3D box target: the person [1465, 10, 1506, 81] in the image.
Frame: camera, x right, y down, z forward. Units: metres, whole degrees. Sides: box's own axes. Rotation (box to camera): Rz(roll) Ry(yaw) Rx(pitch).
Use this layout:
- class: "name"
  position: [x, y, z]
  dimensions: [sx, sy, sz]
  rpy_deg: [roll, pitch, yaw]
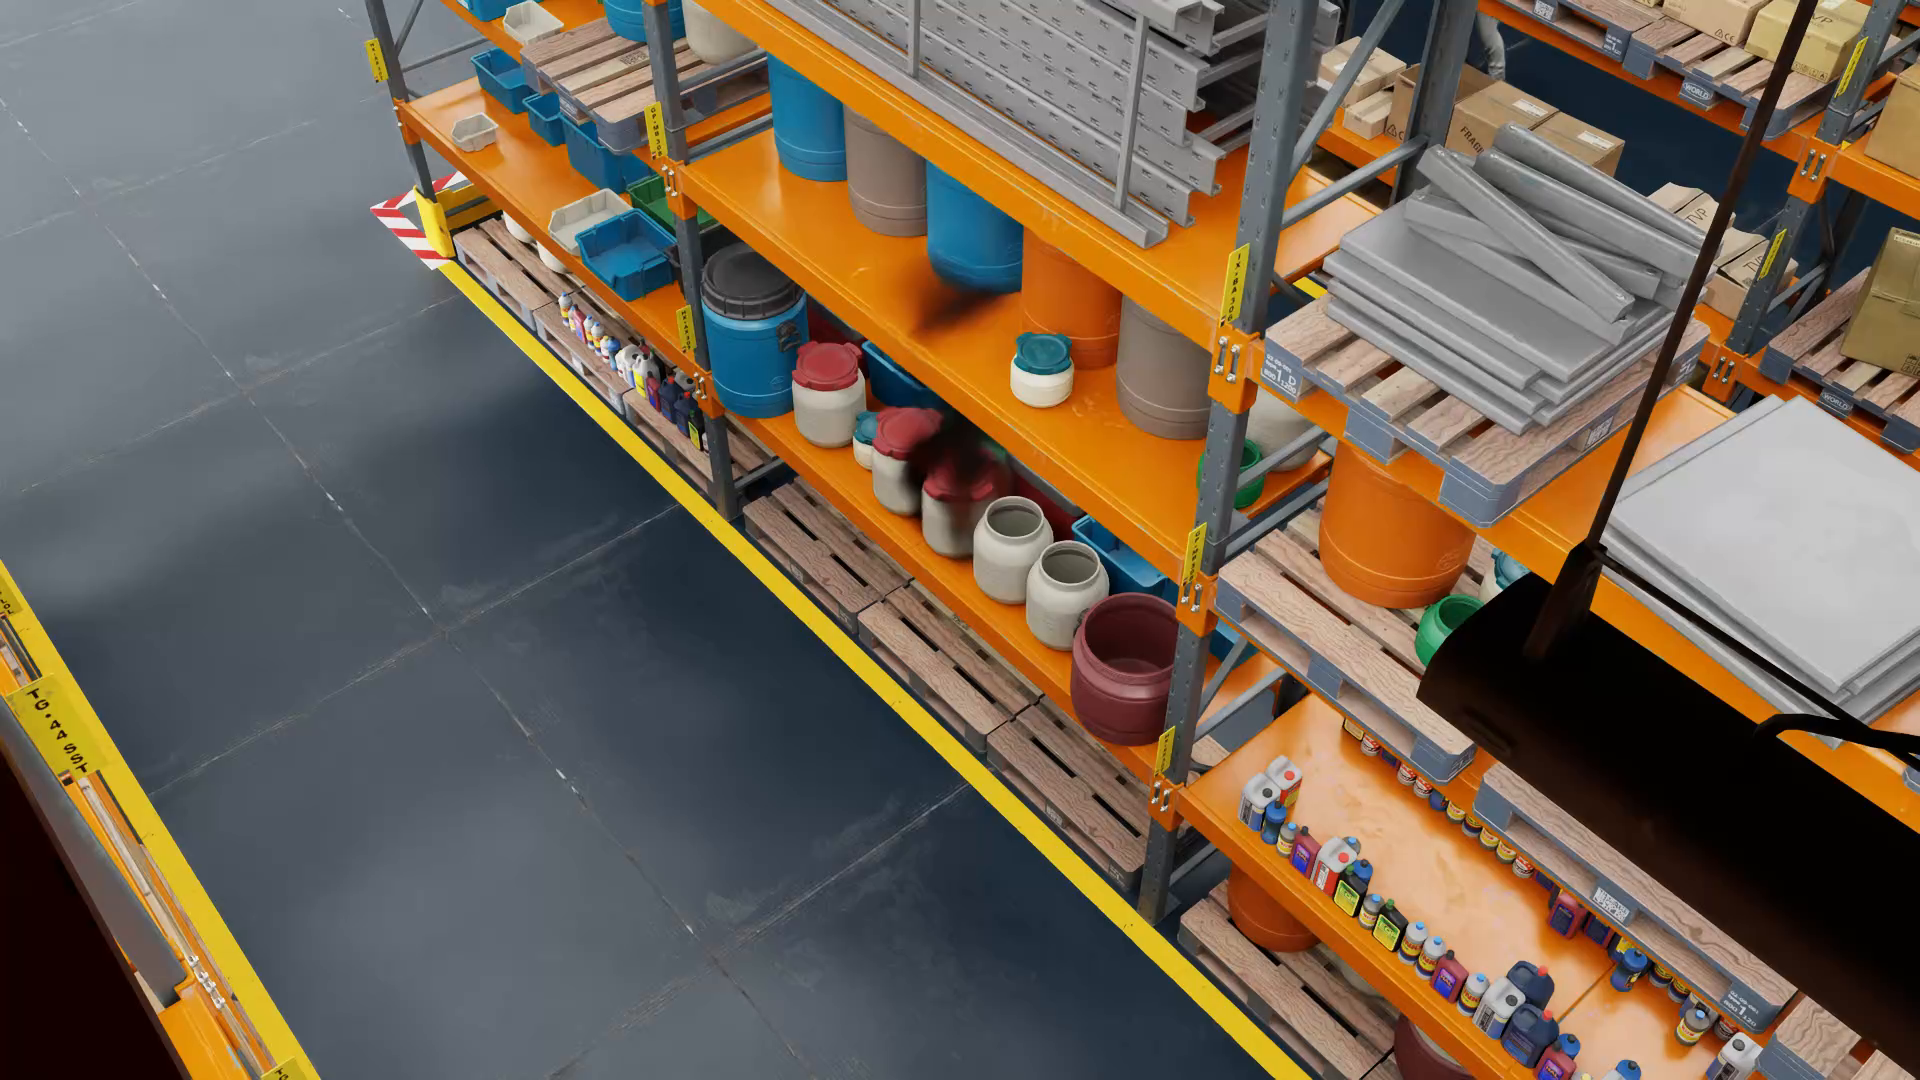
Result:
- class: "person"
  position: [4.469, -4.779, 14.459]
  dimensions: [0.759, 1.607, 0.656]
  rpy_deg: [-3, 47, -3]
